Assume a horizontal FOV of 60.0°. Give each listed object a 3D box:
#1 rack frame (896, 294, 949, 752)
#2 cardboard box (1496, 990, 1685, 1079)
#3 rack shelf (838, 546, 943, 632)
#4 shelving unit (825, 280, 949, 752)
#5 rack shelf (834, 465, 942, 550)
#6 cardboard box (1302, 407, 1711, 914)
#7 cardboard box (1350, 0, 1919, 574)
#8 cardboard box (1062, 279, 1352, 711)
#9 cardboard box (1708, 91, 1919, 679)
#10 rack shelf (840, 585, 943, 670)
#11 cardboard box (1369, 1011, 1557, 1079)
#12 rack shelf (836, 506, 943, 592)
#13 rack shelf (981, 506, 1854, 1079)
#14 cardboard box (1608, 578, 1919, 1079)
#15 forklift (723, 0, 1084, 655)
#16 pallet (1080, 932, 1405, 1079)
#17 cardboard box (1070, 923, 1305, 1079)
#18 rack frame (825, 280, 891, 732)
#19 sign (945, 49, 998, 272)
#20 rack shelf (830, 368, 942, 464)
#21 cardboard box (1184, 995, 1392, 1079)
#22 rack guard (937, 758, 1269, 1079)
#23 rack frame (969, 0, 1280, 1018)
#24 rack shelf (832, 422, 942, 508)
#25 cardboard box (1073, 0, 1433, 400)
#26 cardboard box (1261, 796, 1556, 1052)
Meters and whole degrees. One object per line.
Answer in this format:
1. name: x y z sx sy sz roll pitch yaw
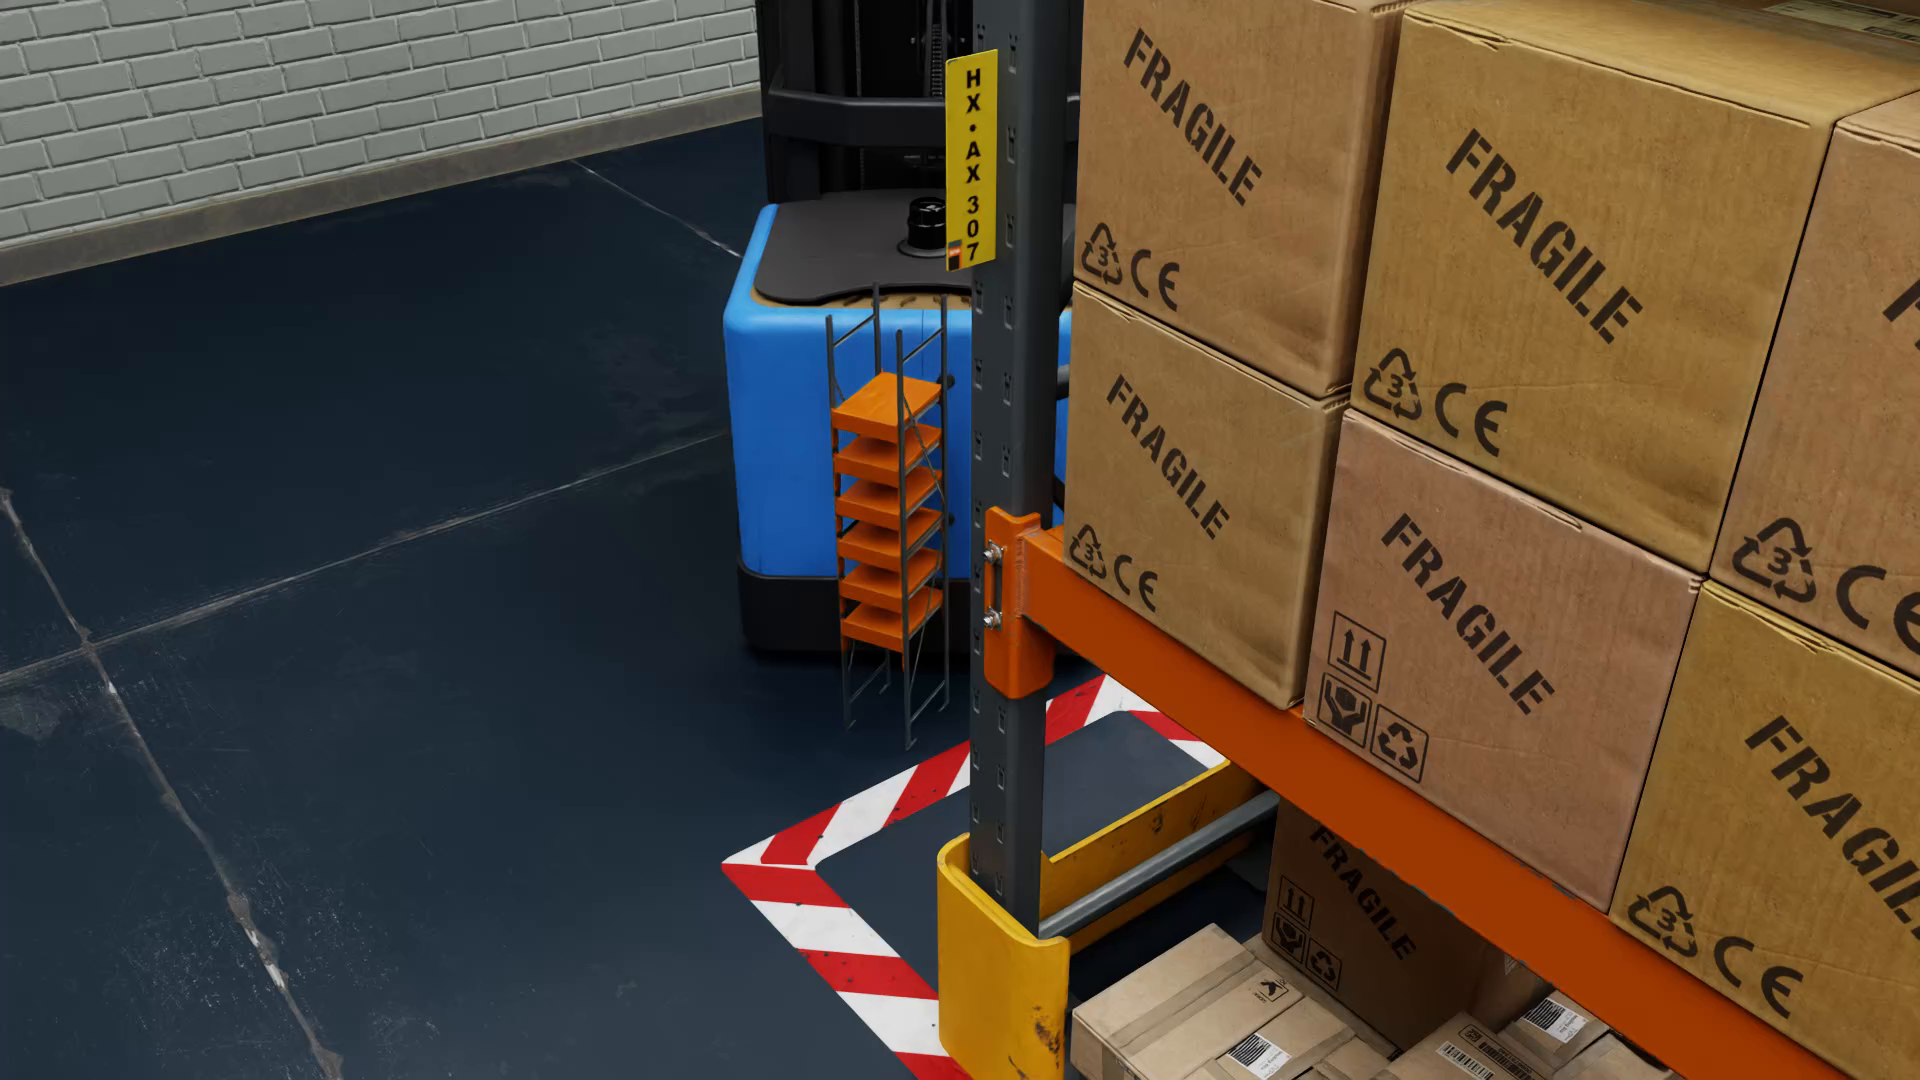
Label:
1. rack frame: -0.087 -0.012 4.131 0.006 1.200 0.240 15 35 23
2. cardboard box: 1.154 0.988 3.085 0.380 0.166 0.250 -22 38 -31
3. rack shelf: -0.168 0.106 4.253 0.180 0.103 0.258 15 35 23
4. shelving unit: -0.168 -0.033 4.166 0.189 1.200 0.258 15 35 23
5. rack shelf: -0.168 -0.098 4.126 0.180 0.103 0.258 15 35 23
6. cardboard box: 0.833 0.067 2.204 0.500 0.500 0.500 -23 38 -32
7. cardboard box: 0.839 -0.355 1.937 0.500 0.500 0.500 -22 38 -31
8. cardboard box: 0.512 -0.146 2.547 0.500 0.500 0.500 -21 38 -30
9. cardboard box: 1.142 -0.145 1.598 0.500 0.500 0.500 -22 38 -31
10. rack shelf: -0.168 0.208 4.316 0.180 0.103 0.258 15 35 23
11. cardboard box: 0.865 1.134 2.770 0.500 0.250 0.500 -22 38 -31
12. rack shelf: -0.168 0.004 4.190 0.180 0.103 0.258 15 35 23
13. rack shelf: 1.675 0.765 1.856 1.077 0.370 4.000 -22 38 -31
14. cardboard box: 1.138 0.278 1.865 0.500 0.500 0.500 -22 38 -32
15. forklift: -0.052 -1.670 5.160 1.130 2.935 3.031 1 32 1
16. pallet: 0.985 1.175 3.159 1.003 0.211 1.213 -22 38 -31
17. cardboard box: 0.434 0.936 3.185 0.380 0.149 0.250 -22 38 -31
18. rack frame: -0.250 -0.055 4.201 0.006 1.200 0.240 15 35 23
19. sign: 0.020 -0.566 2.497 0.100 0.325 0.005 -22 38 -31
20. rack shelf: -0.169 -0.302 4.000 0.180 0.103 0.258 15 35 23
21. cardboard box: 0.587 1.033 3.012 0.380 0.166 0.250 -22 38 -31
22. rack guard: 0.495 0.720 3.617 1.175 0.500 0.348 -22 38 -31
23. rack frame: 0.449 -0.374 3.009 1.000 3.000 0.127 -22 38 -31
24. rack shelf: -0.169 -0.200 4.063 0.180 0.103 0.258 15 35 23
25. cardboard box: 0.512 -0.571 2.283 0.500 0.500 0.500 -21 38 -30
26. cardboard box: 0.977 0.648 3.316 0.500 0.500 0.500 -22 38 -31
